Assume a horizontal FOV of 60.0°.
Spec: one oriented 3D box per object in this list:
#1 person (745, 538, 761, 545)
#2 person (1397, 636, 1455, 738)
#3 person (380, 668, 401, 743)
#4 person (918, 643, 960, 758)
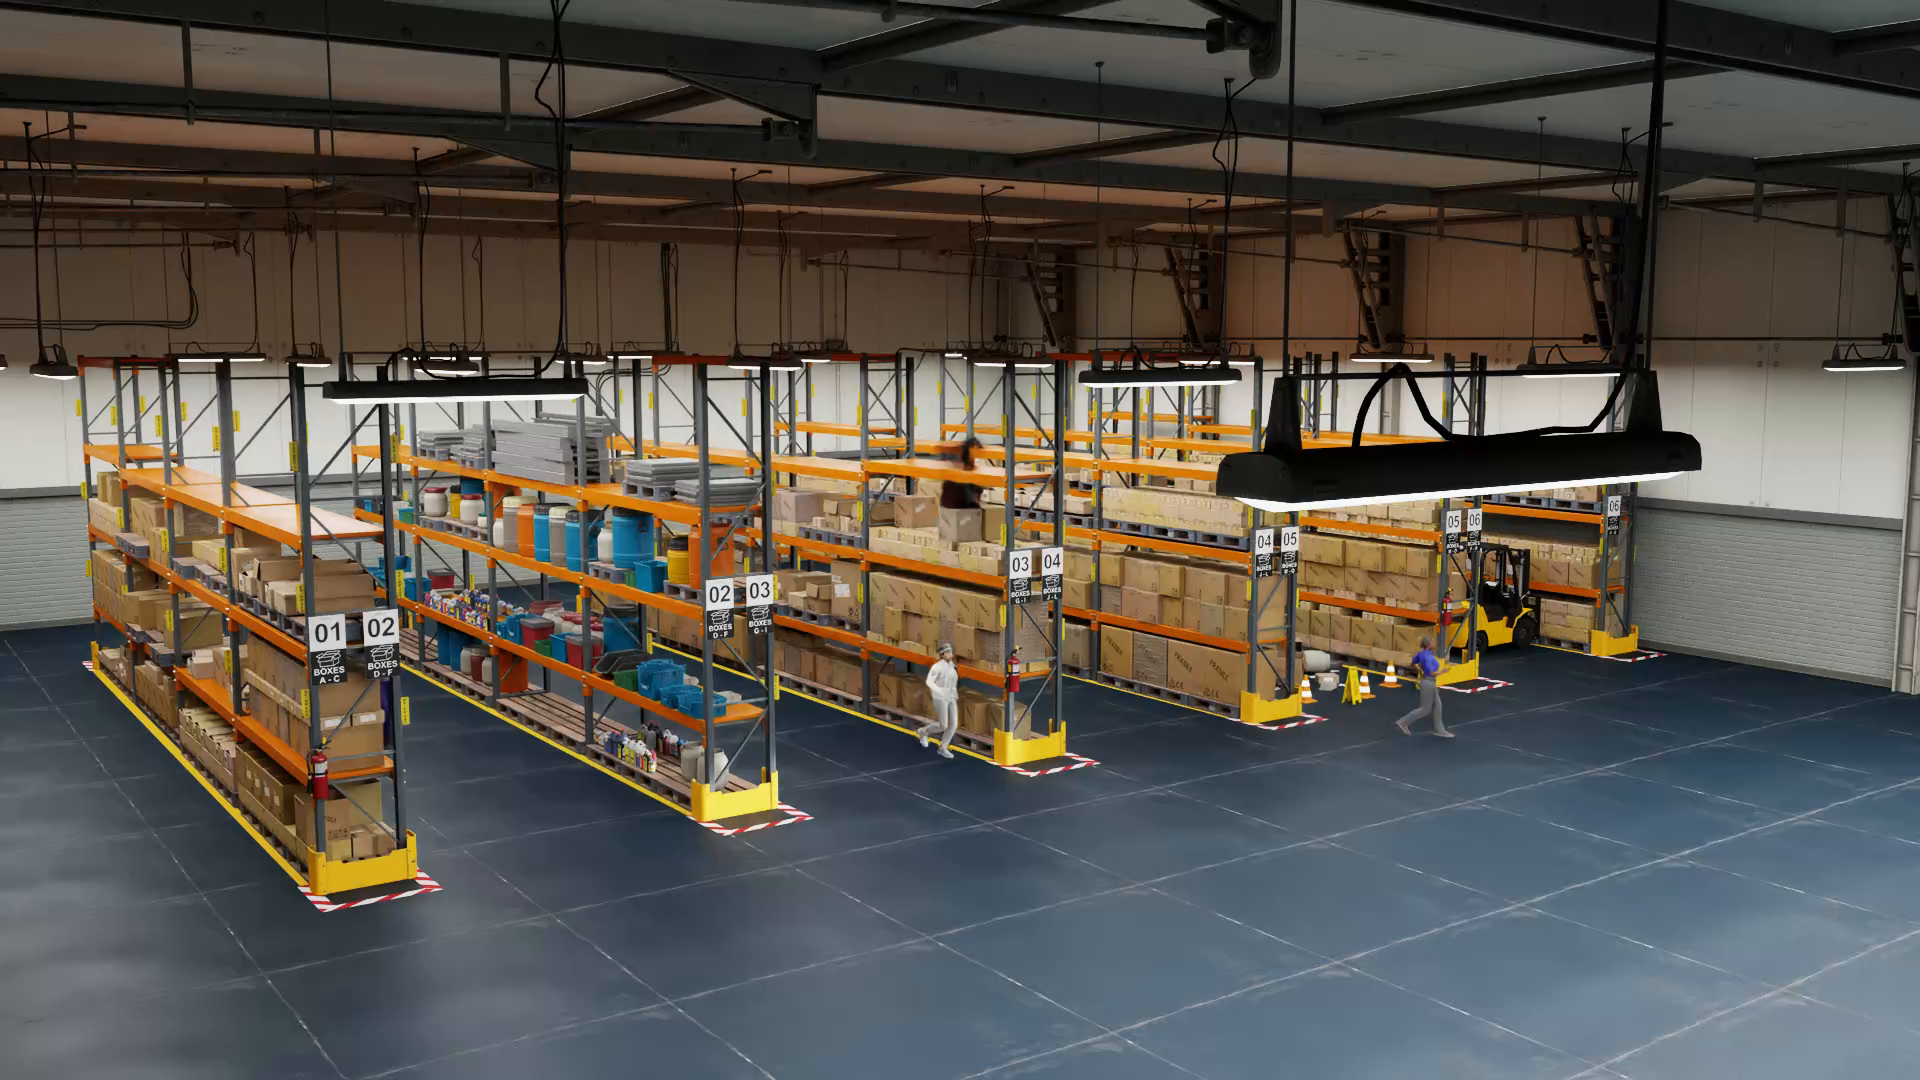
[{"bbox_3d":[-5.232,0.435,41.496,0.931,1.719,0.718,-3,8,-23],"label":"person"},{"bbox_3d":[7.373,2.319,26.264,0.929,1.634,0.581,1,7,6],"label":"person"},{"bbox_3d":[-9.127,2.345,26.286,0.744,1.631,0.630,6,9,42],"label":"person"},{"bbox_3d":[-0.270,2.320,24.376,0.613,1.669,0.640,6,9,40],"label":"person"}]
